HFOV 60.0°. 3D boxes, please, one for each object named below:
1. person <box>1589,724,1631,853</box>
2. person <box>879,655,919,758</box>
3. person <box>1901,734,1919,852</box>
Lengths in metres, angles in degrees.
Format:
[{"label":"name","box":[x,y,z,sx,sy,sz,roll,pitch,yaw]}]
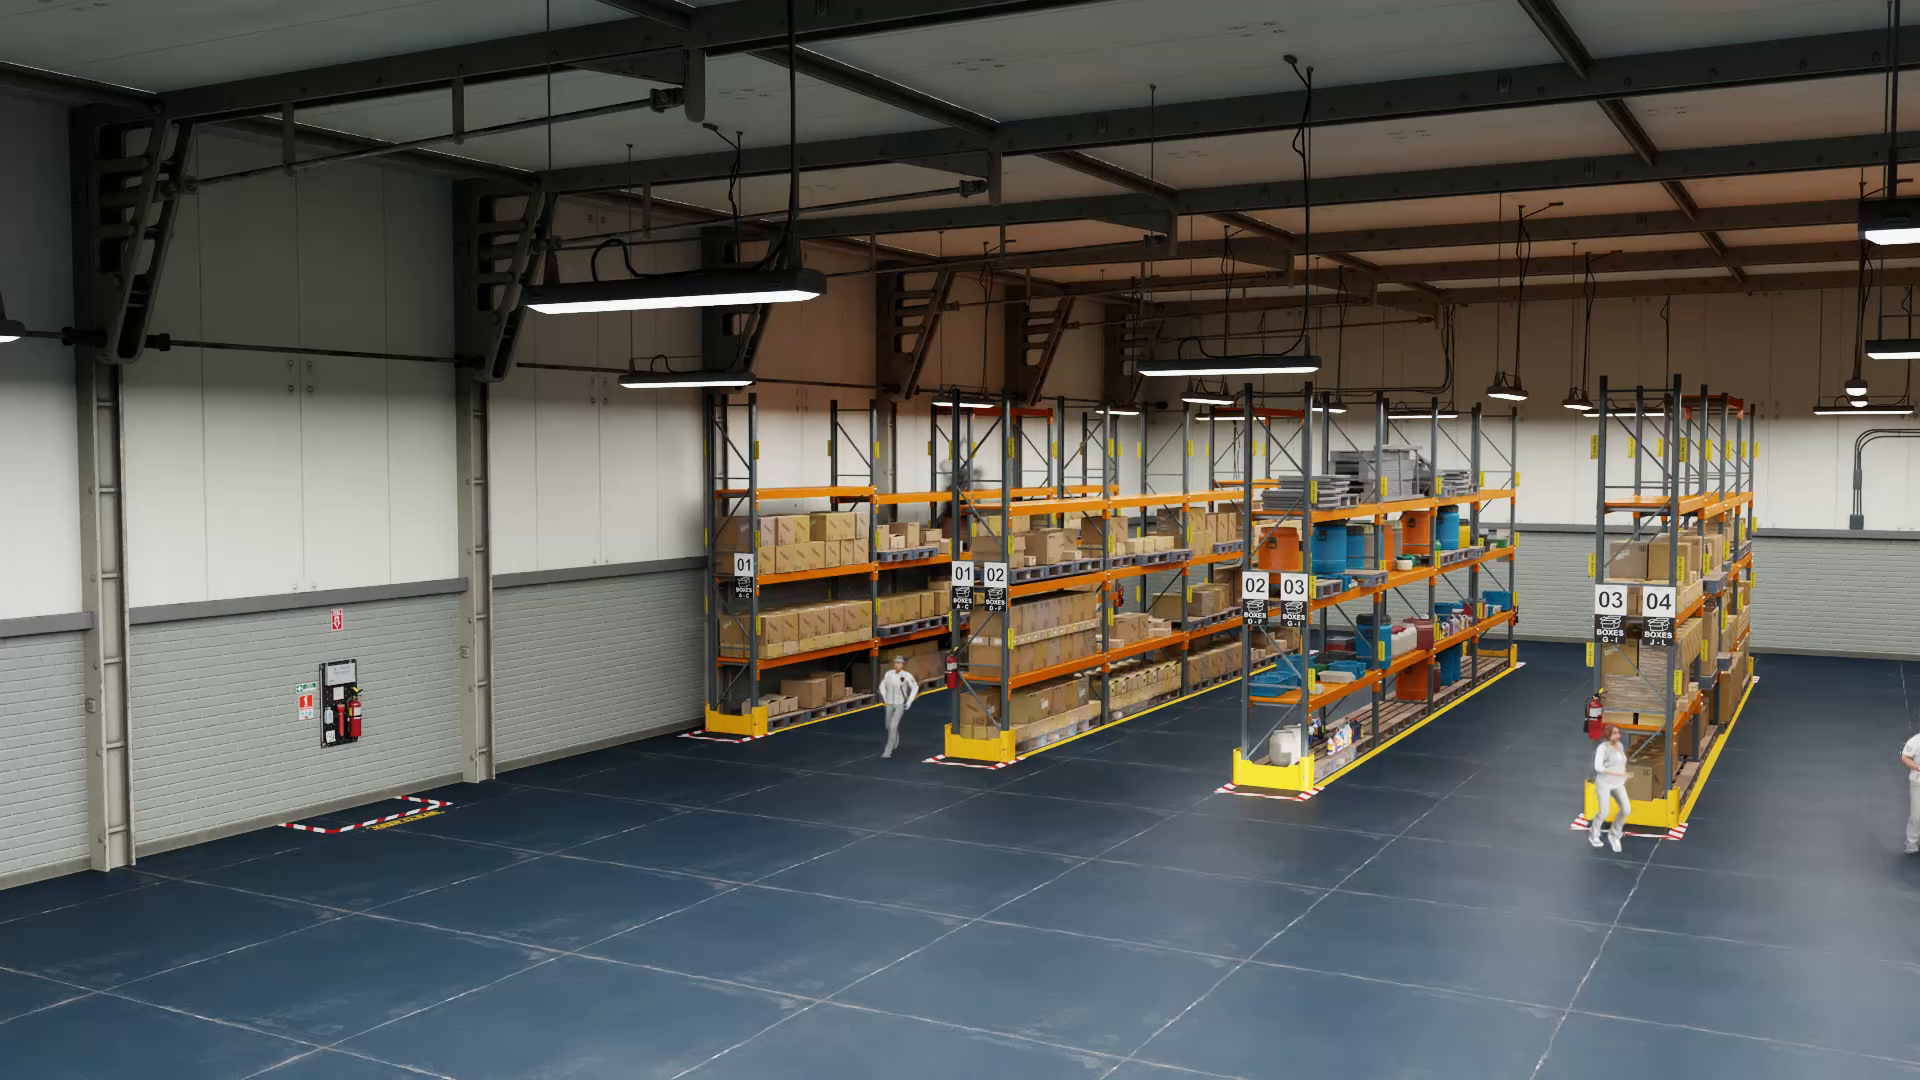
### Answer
[{"label":"person","box":[8.132,3.142,20.719,0.569,1.529,0.669,-1,3,-19]},{"label":"person","box":[-1.016,2.700,27.333,0.661,1.670,0.807,1,3,17]},{"label":"person","box":[12.037,3.015,20.585,0.666,1.765,0.597,1,3,10]}]
